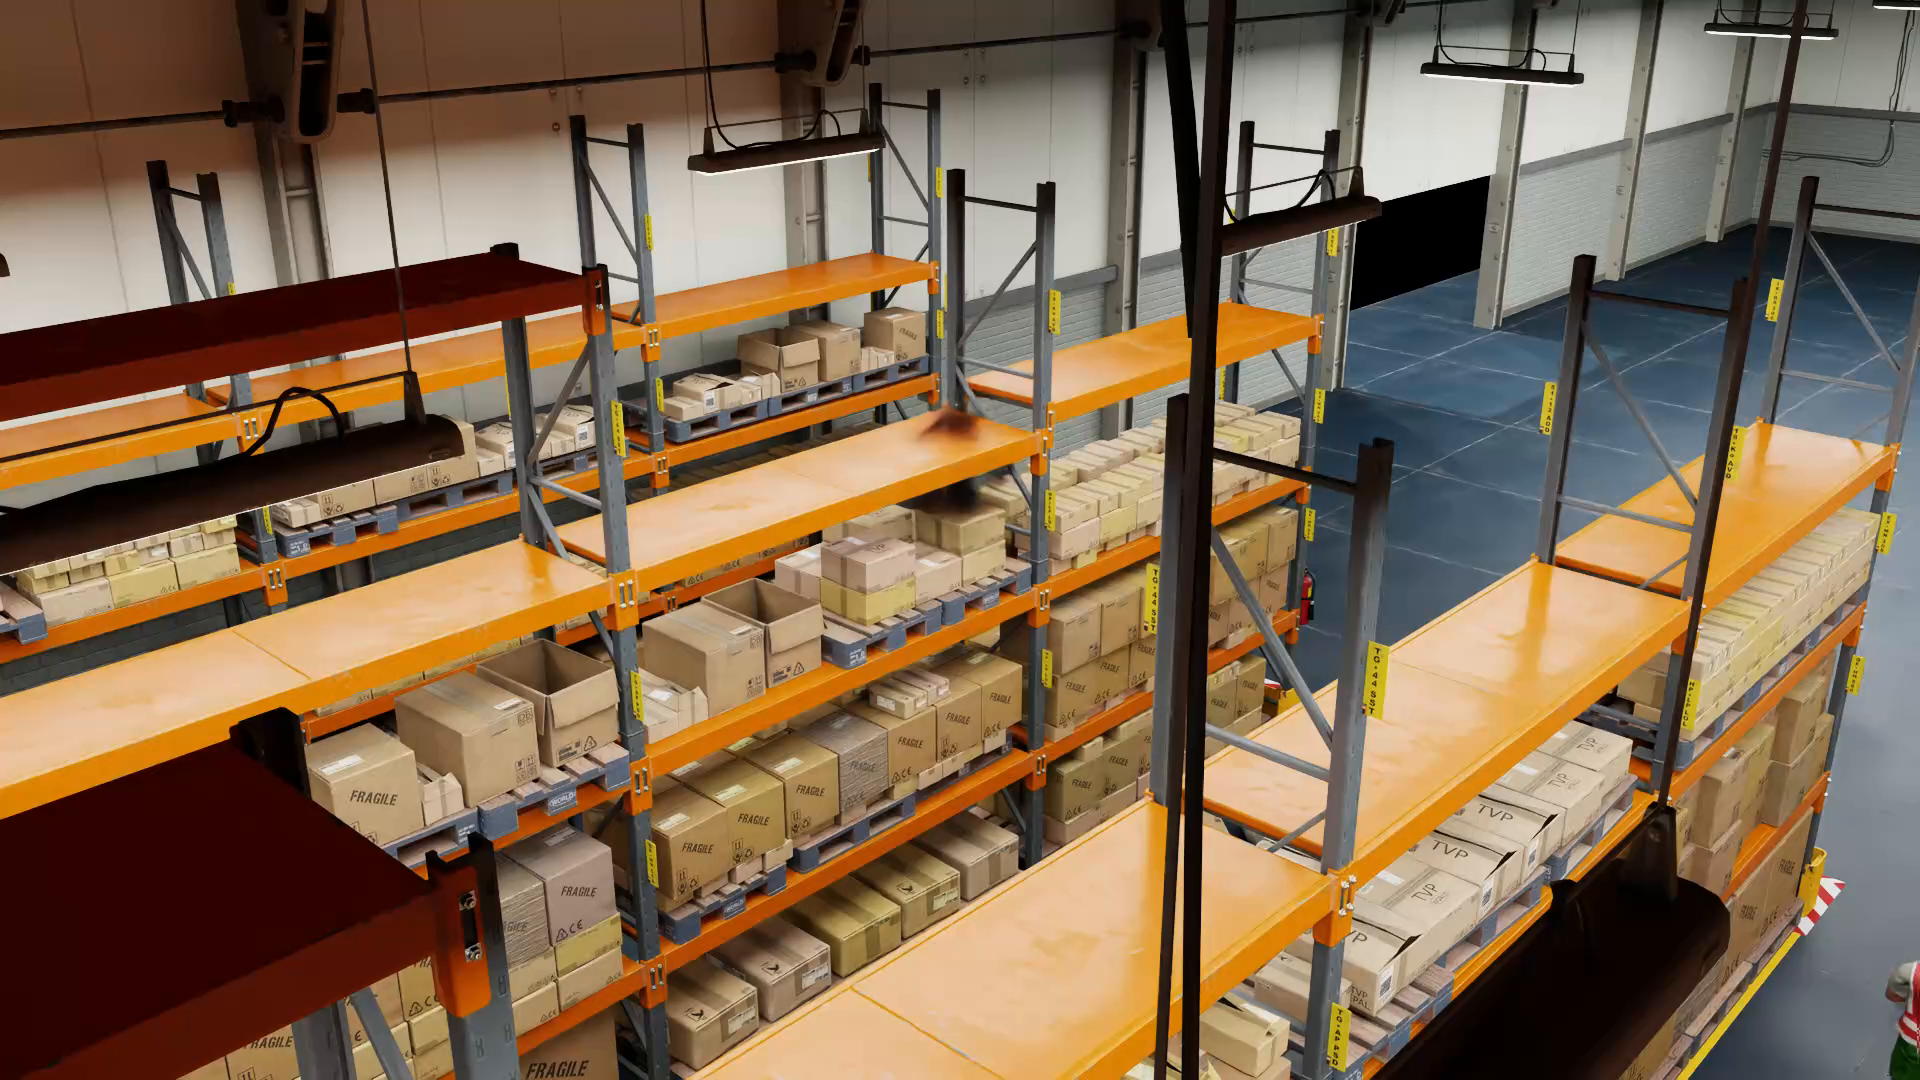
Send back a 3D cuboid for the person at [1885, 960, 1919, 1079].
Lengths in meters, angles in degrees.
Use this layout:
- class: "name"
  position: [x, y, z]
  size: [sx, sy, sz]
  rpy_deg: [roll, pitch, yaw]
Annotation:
- class: "person"
  position: [6.440, 3.306, 11.028]
  size: [0.641, 1.785, 0.701]
  rpy_deg: [9, 23, 21]
